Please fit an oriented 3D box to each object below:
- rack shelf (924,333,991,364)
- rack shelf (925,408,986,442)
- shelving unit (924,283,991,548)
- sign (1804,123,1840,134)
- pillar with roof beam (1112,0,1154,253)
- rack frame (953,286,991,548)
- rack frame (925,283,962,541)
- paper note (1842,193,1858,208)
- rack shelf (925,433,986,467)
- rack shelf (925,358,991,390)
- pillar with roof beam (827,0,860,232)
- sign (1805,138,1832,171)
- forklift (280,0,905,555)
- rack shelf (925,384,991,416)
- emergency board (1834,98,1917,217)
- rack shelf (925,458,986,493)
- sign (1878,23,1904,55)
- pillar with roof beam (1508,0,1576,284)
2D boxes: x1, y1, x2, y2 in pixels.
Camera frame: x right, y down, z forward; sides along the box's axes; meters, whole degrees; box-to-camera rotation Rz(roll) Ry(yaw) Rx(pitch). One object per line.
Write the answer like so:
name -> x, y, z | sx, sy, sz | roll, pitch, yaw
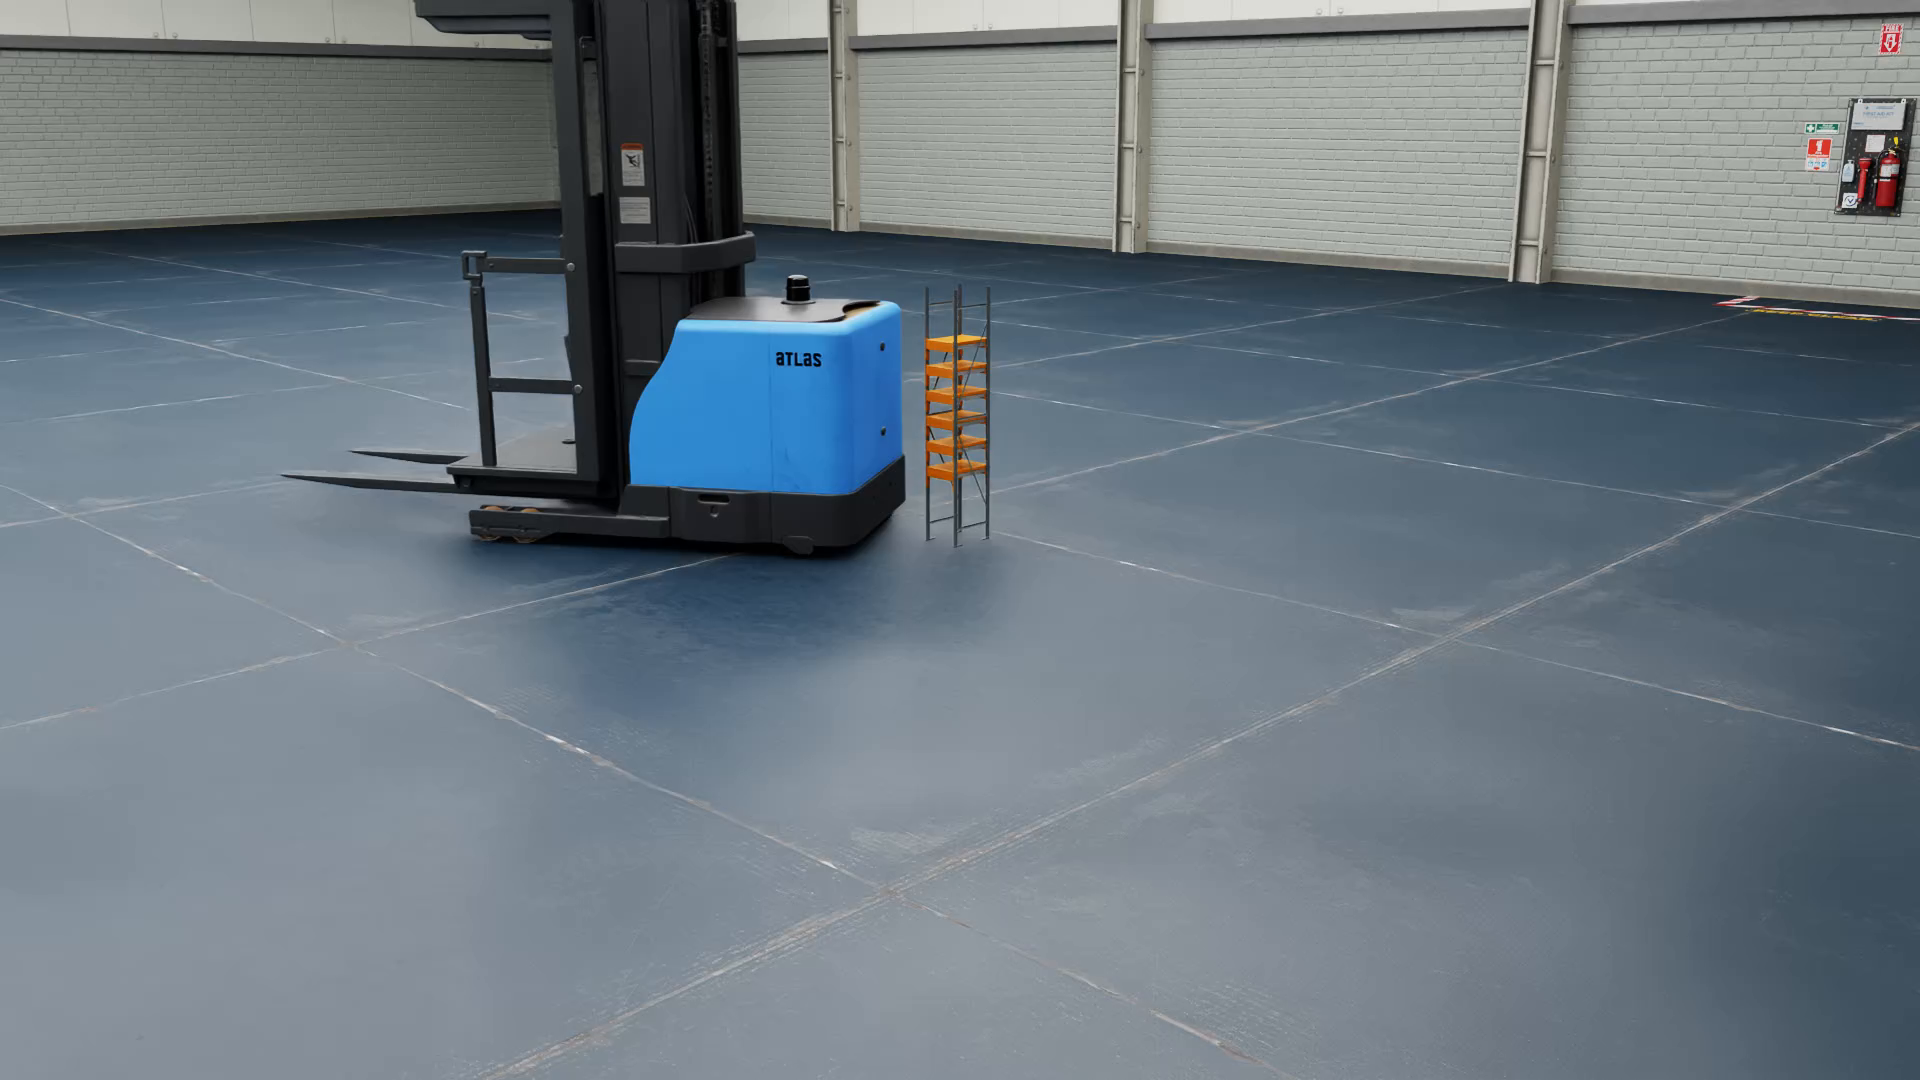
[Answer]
rack shelf -> -0.010, -0.889, 7.711 | 0.180, 0.103, 0.258 | 14, 20, 42
rack shelf -> -0.010, -0.540, 7.802 | 0.180, 0.103, 0.258 | 14, 20, 42
shelving unit -> -0.010, -0.583, 7.791 | 0.189, 1.200, 0.258 | 14, 20, 42
sign -> 8.975, -4.287, 17.314 | 0.331, 0.109, 0.001 | 14, 20, 42
pillar with roof beam -> -0.570, -7.683, 19.570 | 0.400, 9.000, 9.100 | 14, 20, 42
rack frame -> 0.055, -0.567, 7.729 | 0.006, 1.200, 0.240 | 14, 20, 42
rack frame -> -0.076, -0.599, 7.852 | 0.006, 1.200, 0.240 | 14, 20, 42
paper note -> 9.225, -3.517, 17.230 | 0.142, 0.148, 0.016 | 14, 20, 42
rack shelf -> -0.010, -0.424, 7.832 | 0.180, 0.103, 0.258 | 14, 20, 42
rack shelf -> -0.010, -0.772, 7.741 | 0.180, 0.103, 0.258 | 14, 20, 42
pillar with roof beam -> -4.889, -8.733, 23.600 | 0.400, 9.000, 9.100 | 14, 20, 42
sign -> 8.978, -4.033, 17.390 | 0.234, 0.329, 0.001 | 14, 20, 42
forklift -> -1.849, -1.526, 7.975 | 3.031, 2.935, 1.130 | 3, 15, 13
rack shelf -> -0.010, -0.656, 7.771 | 0.180, 0.103, 0.258 | 14, 20, 42
emergency board -> 9.304, -3.900, 16.952 | 0.643, 1.169, 0.194 | 14, 20, 42
rack shelf -> -0.010, -0.308, 7.862 | 0.180, 0.103, 0.258 | 14, 20, 42
sign -> 9.367, -5.041, 16.734 | 0.199, 0.298, 0.001 | 14, 20, 42
pillar with roof beam -> 3.749, -6.633, 15.540 | 0.400, 9.000, 9.100 | 14, 20, 42
